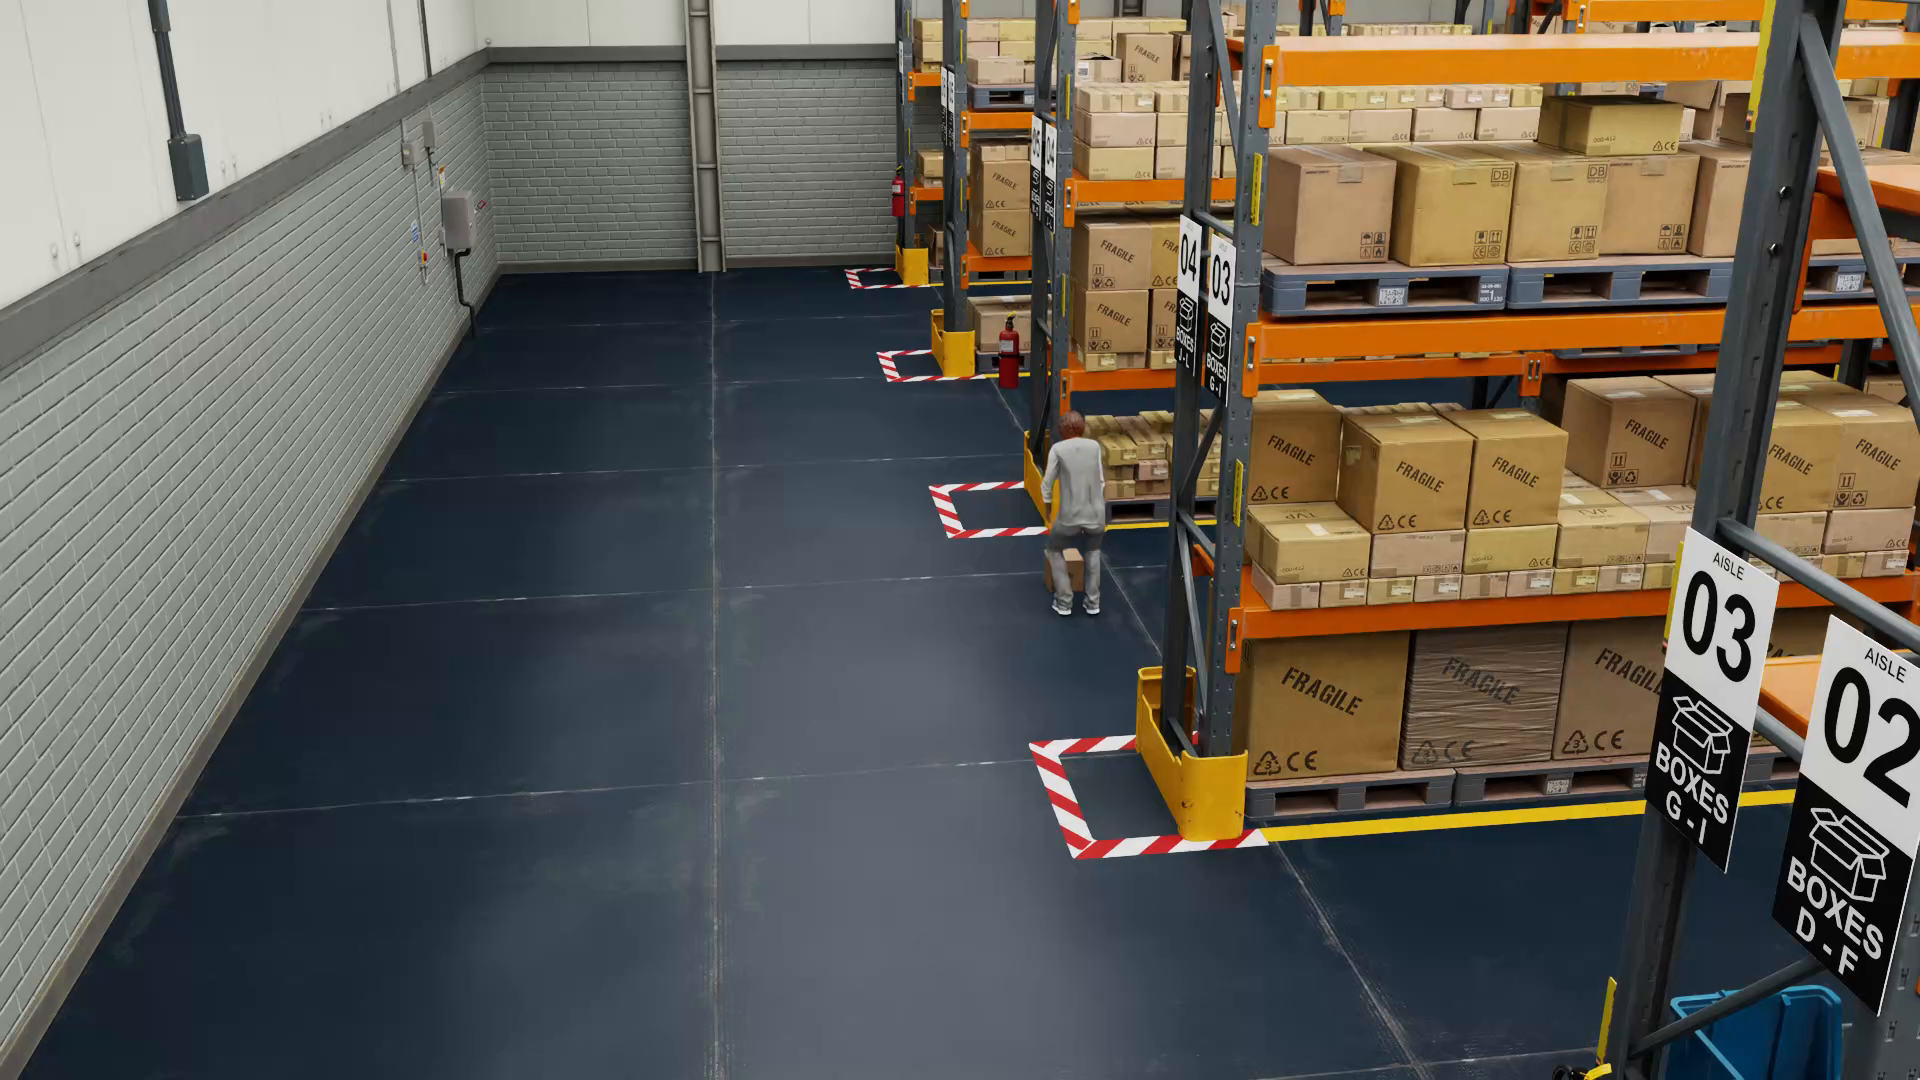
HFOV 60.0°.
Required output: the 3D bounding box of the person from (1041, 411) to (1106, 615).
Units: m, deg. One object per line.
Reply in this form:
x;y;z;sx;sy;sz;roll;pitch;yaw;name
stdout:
0.805;-0.172;11.792;0.454;1.444;0.540;-3;20;-7;person
